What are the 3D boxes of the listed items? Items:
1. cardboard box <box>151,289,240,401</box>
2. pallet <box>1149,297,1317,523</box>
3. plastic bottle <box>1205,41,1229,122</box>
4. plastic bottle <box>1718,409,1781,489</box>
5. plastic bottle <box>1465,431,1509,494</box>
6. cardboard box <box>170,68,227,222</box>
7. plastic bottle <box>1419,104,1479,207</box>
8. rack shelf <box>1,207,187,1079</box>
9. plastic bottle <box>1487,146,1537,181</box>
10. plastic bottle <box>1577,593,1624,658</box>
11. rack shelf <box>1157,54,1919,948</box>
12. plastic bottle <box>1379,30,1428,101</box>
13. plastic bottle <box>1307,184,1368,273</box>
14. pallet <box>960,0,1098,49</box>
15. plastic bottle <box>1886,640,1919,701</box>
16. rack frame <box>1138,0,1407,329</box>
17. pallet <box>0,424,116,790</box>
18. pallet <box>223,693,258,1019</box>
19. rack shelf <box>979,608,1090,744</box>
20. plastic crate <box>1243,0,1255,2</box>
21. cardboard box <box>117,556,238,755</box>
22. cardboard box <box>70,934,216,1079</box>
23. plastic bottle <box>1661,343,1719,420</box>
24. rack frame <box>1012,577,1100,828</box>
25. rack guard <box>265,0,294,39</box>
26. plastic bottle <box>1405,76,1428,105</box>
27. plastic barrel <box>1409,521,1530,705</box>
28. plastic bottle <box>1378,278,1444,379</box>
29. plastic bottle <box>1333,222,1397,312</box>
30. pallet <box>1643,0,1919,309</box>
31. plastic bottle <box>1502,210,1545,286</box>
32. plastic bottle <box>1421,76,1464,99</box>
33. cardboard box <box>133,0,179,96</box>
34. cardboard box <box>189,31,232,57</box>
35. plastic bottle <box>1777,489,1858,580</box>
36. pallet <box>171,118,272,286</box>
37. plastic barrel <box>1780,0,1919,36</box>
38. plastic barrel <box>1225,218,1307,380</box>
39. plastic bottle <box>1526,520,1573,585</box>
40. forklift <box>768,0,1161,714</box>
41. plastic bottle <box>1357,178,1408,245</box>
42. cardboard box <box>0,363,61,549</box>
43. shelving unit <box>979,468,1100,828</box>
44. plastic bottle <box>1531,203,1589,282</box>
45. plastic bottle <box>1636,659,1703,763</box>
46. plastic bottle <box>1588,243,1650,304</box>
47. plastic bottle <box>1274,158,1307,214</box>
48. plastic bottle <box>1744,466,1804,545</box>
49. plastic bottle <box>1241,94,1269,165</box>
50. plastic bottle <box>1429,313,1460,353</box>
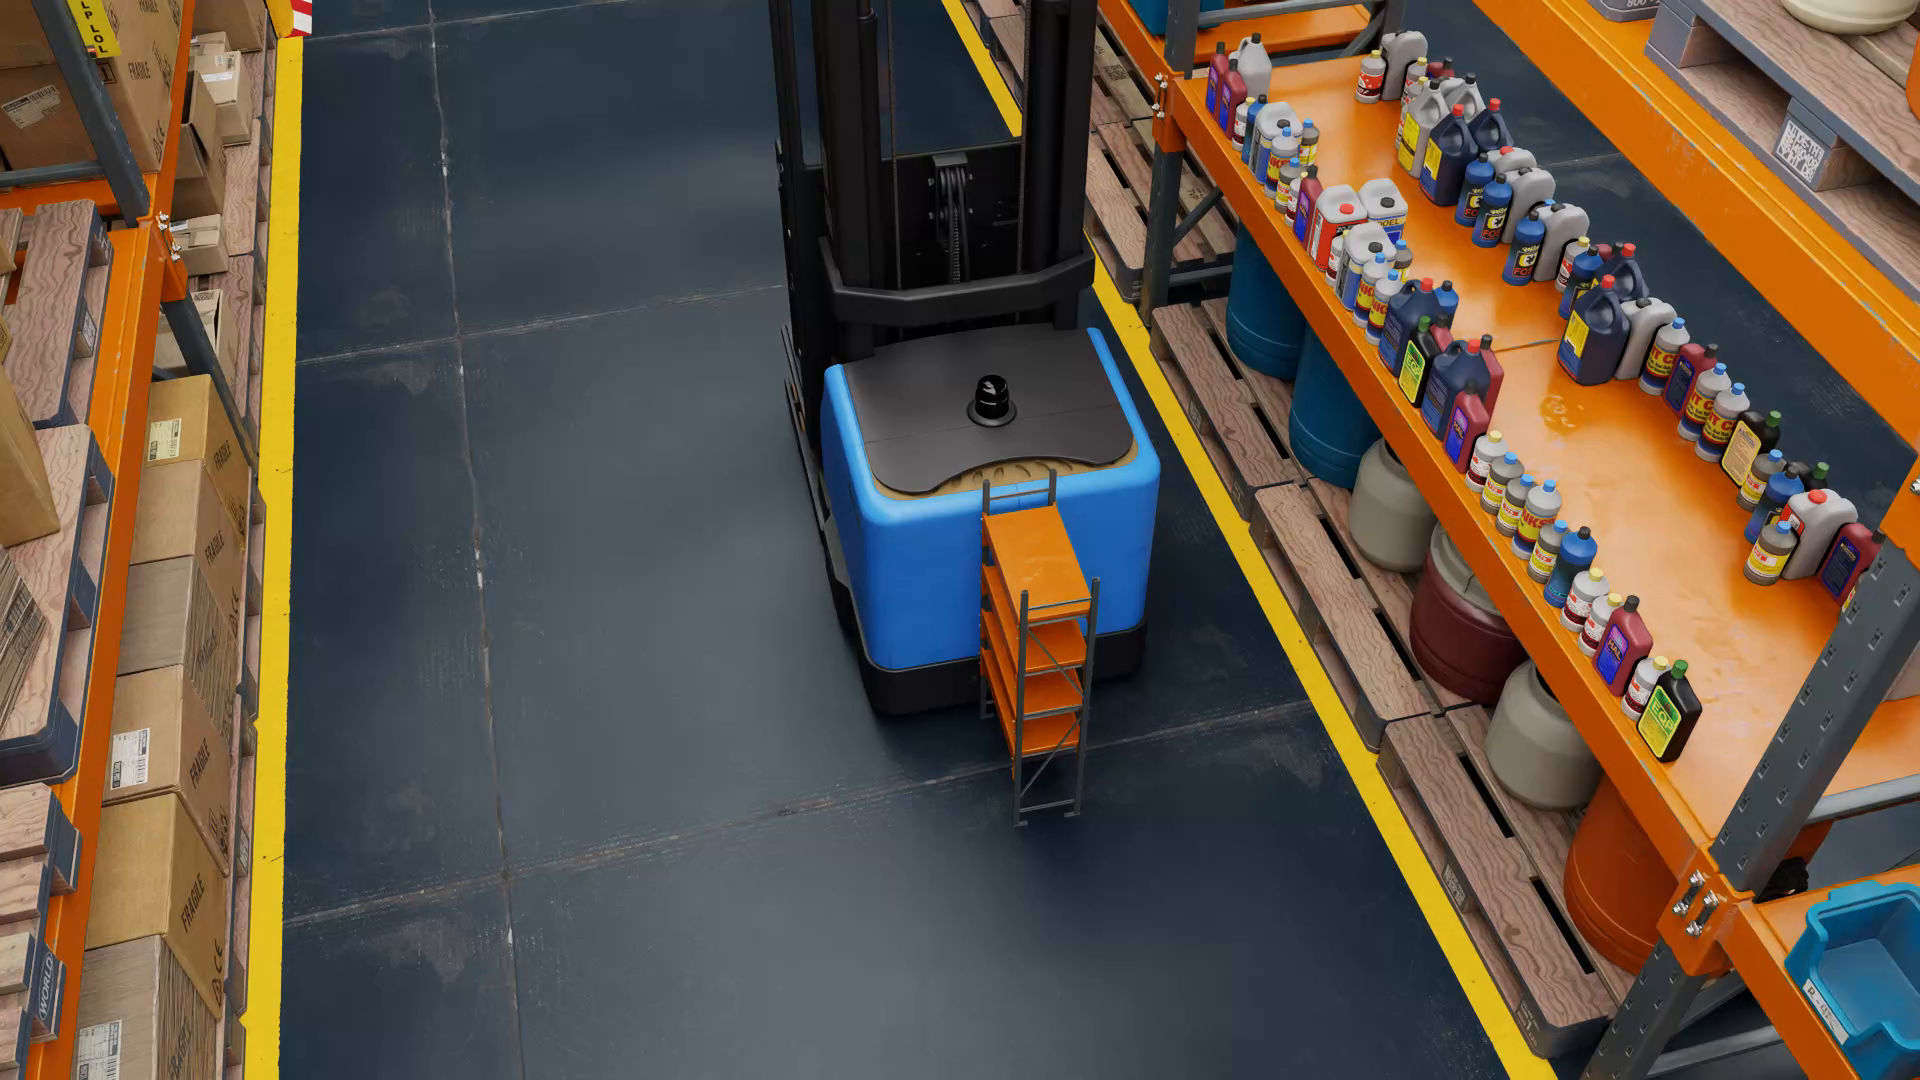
[{"bbox_3d":[-3.353,-0.800,7.009,0.500,0.311,0.500,-11,47,-10],"label":"cardboard box"},{"bbox_3d":[1.492,-0.645,7.234,1.003,0.211,1.213,-11,47,-10],"label":"pallet"},{"bbox_3d":[1.016,-1.789,6.485,0.061,0.283,0.133,-11,47,-10],"label":"plastic bottle"},{"bbox_3d":[2.393,-0.296,5.022,0.061,0.283,0.133,-11,47,-10],"label":"plastic bottle"},{"bbox_3d":[1.597,-0.244,5.028,0.097,0.201,0.097,0,46,0],"label":"plastic bottle"},{"bbox_3d":[-3.941,-1.835,7.888,0.797,0.503,0.637,-11,47,-10],"label":"cardboard box"},{"bbox_3d":[1.794,-1.415,6.071,0.144,0.351,0.185,-11,47,-10],"label":"plastic bottle"},{"bbox_3d":[-2.943,0.374,4.787,1.077,0.370,4.000,-11,47,-10],"label":"rack shelf"},{"bbox_3d":[1.971,-1.304,6.015,0.152,0.276,0.135,-11,47,-10],"label":"plastic bottle"},{"bbox_3d":[1.772,0.226,4.567,0.097,0.201,0.097,0,46,0],"label":"plastic bottle"},{"bbox_3d":[1.847,-0.529,5.672,1.077,0.370,4.000,-11,47,-10],"label":"rack shelf"},{"bbox_3d":[1.748,-1.905,6.603,0.152,0.276,0.135,-11,47,-10],"label":"plastic bottle"},{"bbox_3d":[1.322,-1.089,5.804,0.152,0.276,0.135,-11,47,-10],"label":"plastic bottle"},{"bbox_3d":[0.484,-3.370,9.905,1.003,0.211,1.213,-11,47,-10],"label":"pallet"},{"bbox_3d":[2.560,0.286,4.456,0.152,0.276,0.135,-11,47,-10],"label":"plastic bottle"},{"bbox_3d":[1.335,-2.161,6.768,1.000,3.000,0.127,-11,47,-10],"label":"rack frame"},{"bbox_3d":[-2.933,0.229,4.560,1.003,0.211,1.213,-11,47,-10],"label":"pallet"},{"bbox_3d":[-2.894,1.116,5.508,1.003,0.211,1.213,-11,47,-10],"label":"pallet"},{"bbox_3d":[0.245,0.432,5.581,0.258,0.148,0.480,-9,46,-9],"label":"rack shelf"},{"bbox_3d":[1.354,-2.437,7.181,0.396,0.136,0.243,-11,47,-10],"label":"plastic crate"},{"bbox_3d":[-2.805,0.440,5.661,0.500,0.500,0.500,-10,46,-10],"label":"cardboard box"},{"bbox_3d":[-2.410,1.497,4.624,0.500,0.500,0.500,-12,47,-12],"label":"cardboard box"},{"bbox_3d":[2.309,-0.523,5.244,0.061,0.283,0.133,-11,47,-10],"label":"plastic bottle"},{"bbox_3d":[0.299,0.555,5.366,0.240,1.200,0.015,-9,46,-9],"label":"rack frame"},{"bbox_3d":[-4.459,-3.092,9.431,1.175,0.500,0.348,-11,47,-10],"label":"rack guard"},{"bbox_3d":[1.779,-1.701,6.455,0.097,0.201,0.097,0,46,0],"label":"plastic bottle"},{"bbox_3d":[1.928,0.183,5.865,0.600,0.588,0.708,-11,47,-10],"label":"plastic barrel"},{"bbox_3d":[1.468,-0.710,5.380,0.144,0.351,0.185,-11,47,-10],"label":"plastic bottle"},{"bbox_3d":[1.381,-0.929,5.647,0.152,0.276,0.135,-11,47,-10],"label":"plastic bottle"},{"bbox_3d":[2.257,-0.929,3.593,1.003,0.211,1.213,-11,47,-10],"label":"pallet"},{"bbox_3d":[1.949,-1.014,5.734,0.097,0.271,0.097,0,46,0],"label":"plastic bottle"},{"bbox_3d":[1.841,-1.653,6.356,0.152,0.276,0.135,-11,47,-10],"label":"plastic bottle"},{"bbox_3d":[-3.456,-2.048,6.587,0.500,0.500,0.500,-10,46,-10],"label":"cardboard box"},{"bbox_3d":[-4.085,-2.556,8.830,0.380,0.166,0.250,-11,47,-10],"label":"cardboard box"},{"bbox_3d":[2.442,-0.034,4.770,0.152,0.276,0.135,-11,47,-10],"label":"plastic bottle"},{"bbox_3d":[-3.946,-1.600,8.171,1.003,0.211,1.213,-11,47,-10],"label":"pallet"},{"bbox_3d":[1.942,-1.262,3.589,0.301,0.262,0.301,0,46,0],"label":"plastic barrel"},{"bbox_3d":[1.457,-1.195,6.996,0.600,0.901,0.708,-11,47,-10],"label":"plastic barrel"},{"bbox_3d":[1.697,0.025,4.765,0.097,0.201,0.097,0,46,0],"label":"plastic bottle"},{"bbox_3d":[-0.140,-1.465,6.133,1.130,2.935,3.031,-9,46,-9],"label":"forklift"},{"bbox_3d":[1.469,-1.117,5.832,0.152,0.276,0.135,-11,47,-10],"label":"plastic bottle"},{"bbox_3d":[-2.943,-0.232,4.513,0.700,0.500,0.500,-22,50,-20],"label":"cardboard box"},{"bbox_3d":[0.245,0.385,5.533,0.258,1.200,0.503,-9,46,-9],"label":"shelving unit"},{"bbox_3d":[2.064,-1.051,5.767,0.152,0.276,0.135,-11,47,-10],"label":"plastic bottle"},{"bbox_3d":[1.843,0.440,4.300,0.061,0.283,0.133,-11,47,-10],"label":"plastic bottle"},{"bbox_3d":[2.168,-0.809,5.477,0.144,0.351,0.185,-11,47,-10],"label":"plastic bottle"},{"bbox_3d":[1.207,-1.298,6.061,0.097,0.201,0.097,0,46,0],"label":"plastic bottle"},{"bbox_3d":[2.380,-0.106,4.844,0.097,0.271,0.097,0,46,0],"label":"plastic bottle"},{"bbox_3d":[1.122,-1.549,6.258,0.097,0.271,0.097,0,46,0],"label":"plastic bottle"},{"bbox_3d":[1.527,-0.580,5.300,0.061,0.283,0.133,-11,47,-10],"label":"plastic bottle"}]
